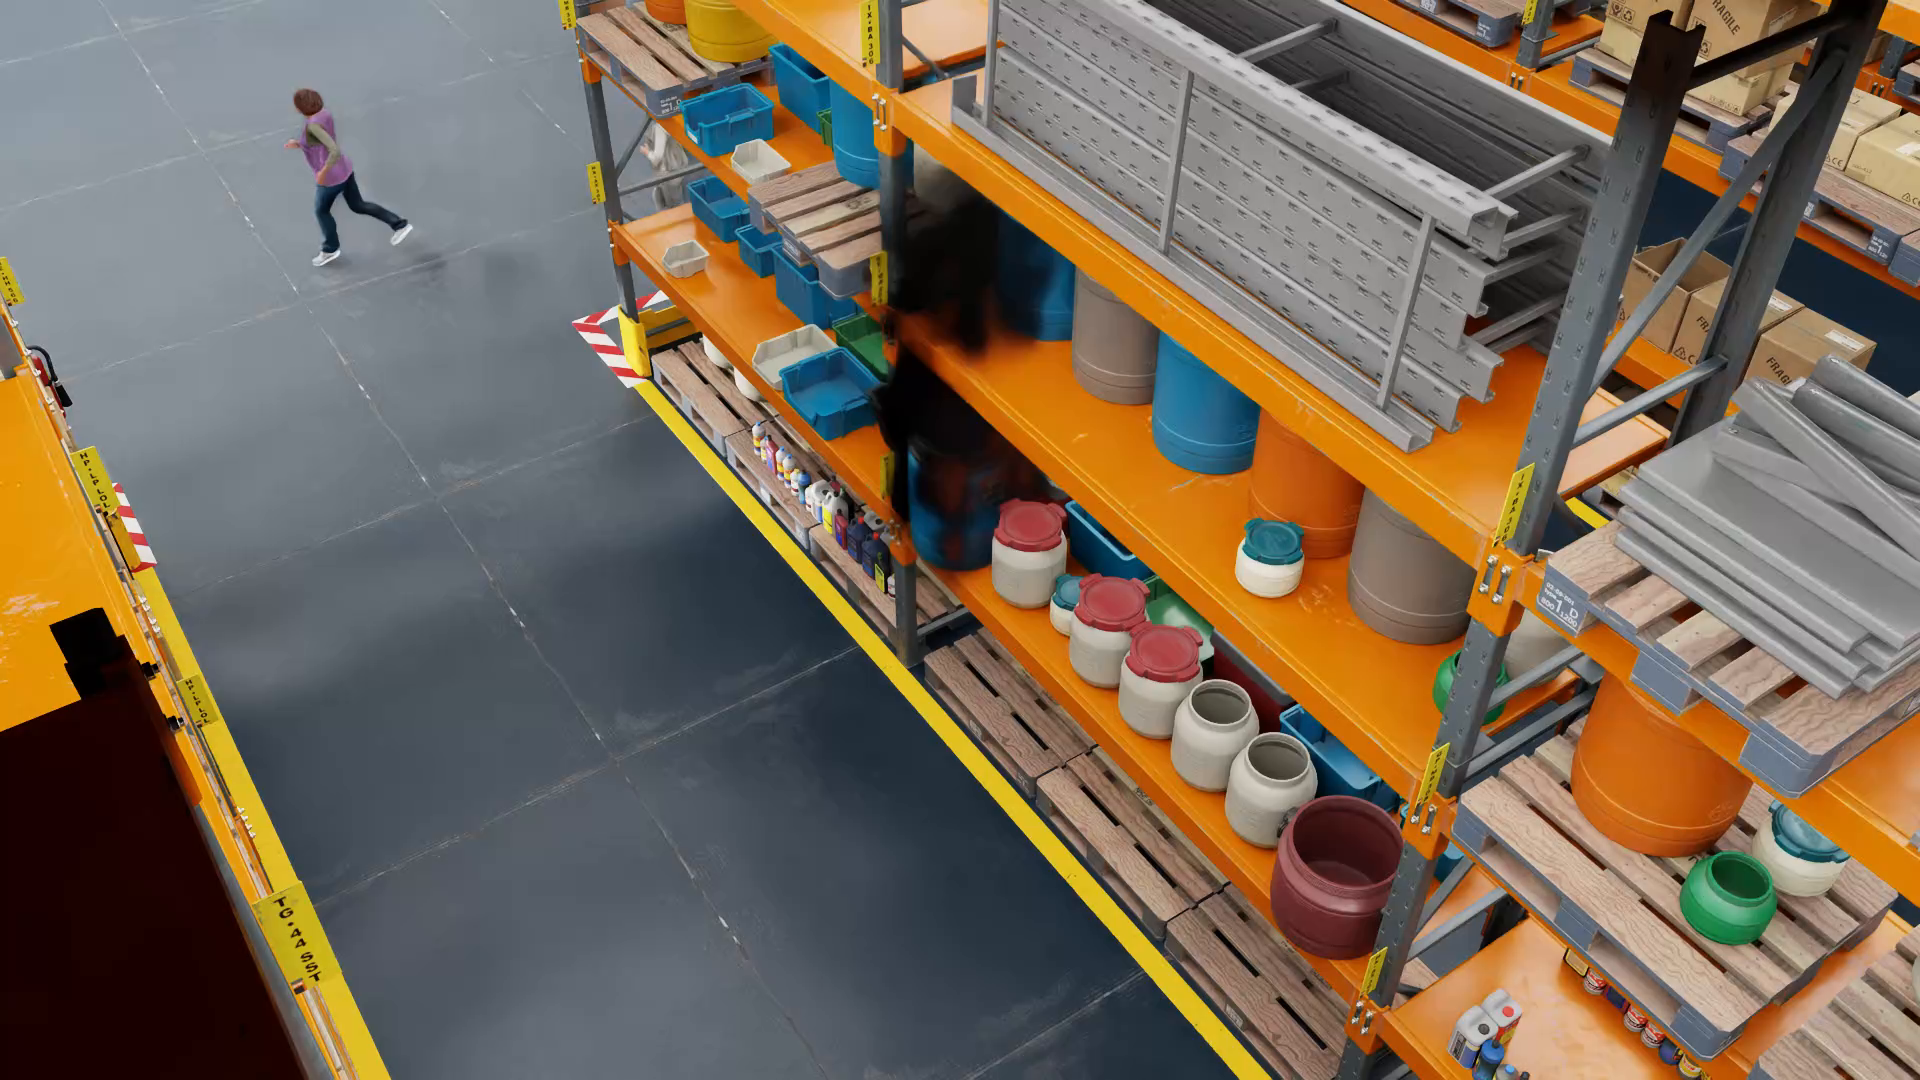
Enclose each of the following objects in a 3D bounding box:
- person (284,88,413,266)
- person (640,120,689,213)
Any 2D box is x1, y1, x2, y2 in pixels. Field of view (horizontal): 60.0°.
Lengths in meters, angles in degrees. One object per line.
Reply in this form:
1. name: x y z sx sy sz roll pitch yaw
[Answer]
1. person: -5.151 -3.008 13.849 0.881 1.616 0.548 0 43 0
2. person: -2.411 -3.072 13.926 0.807 1.605 0.574 5 43 6
